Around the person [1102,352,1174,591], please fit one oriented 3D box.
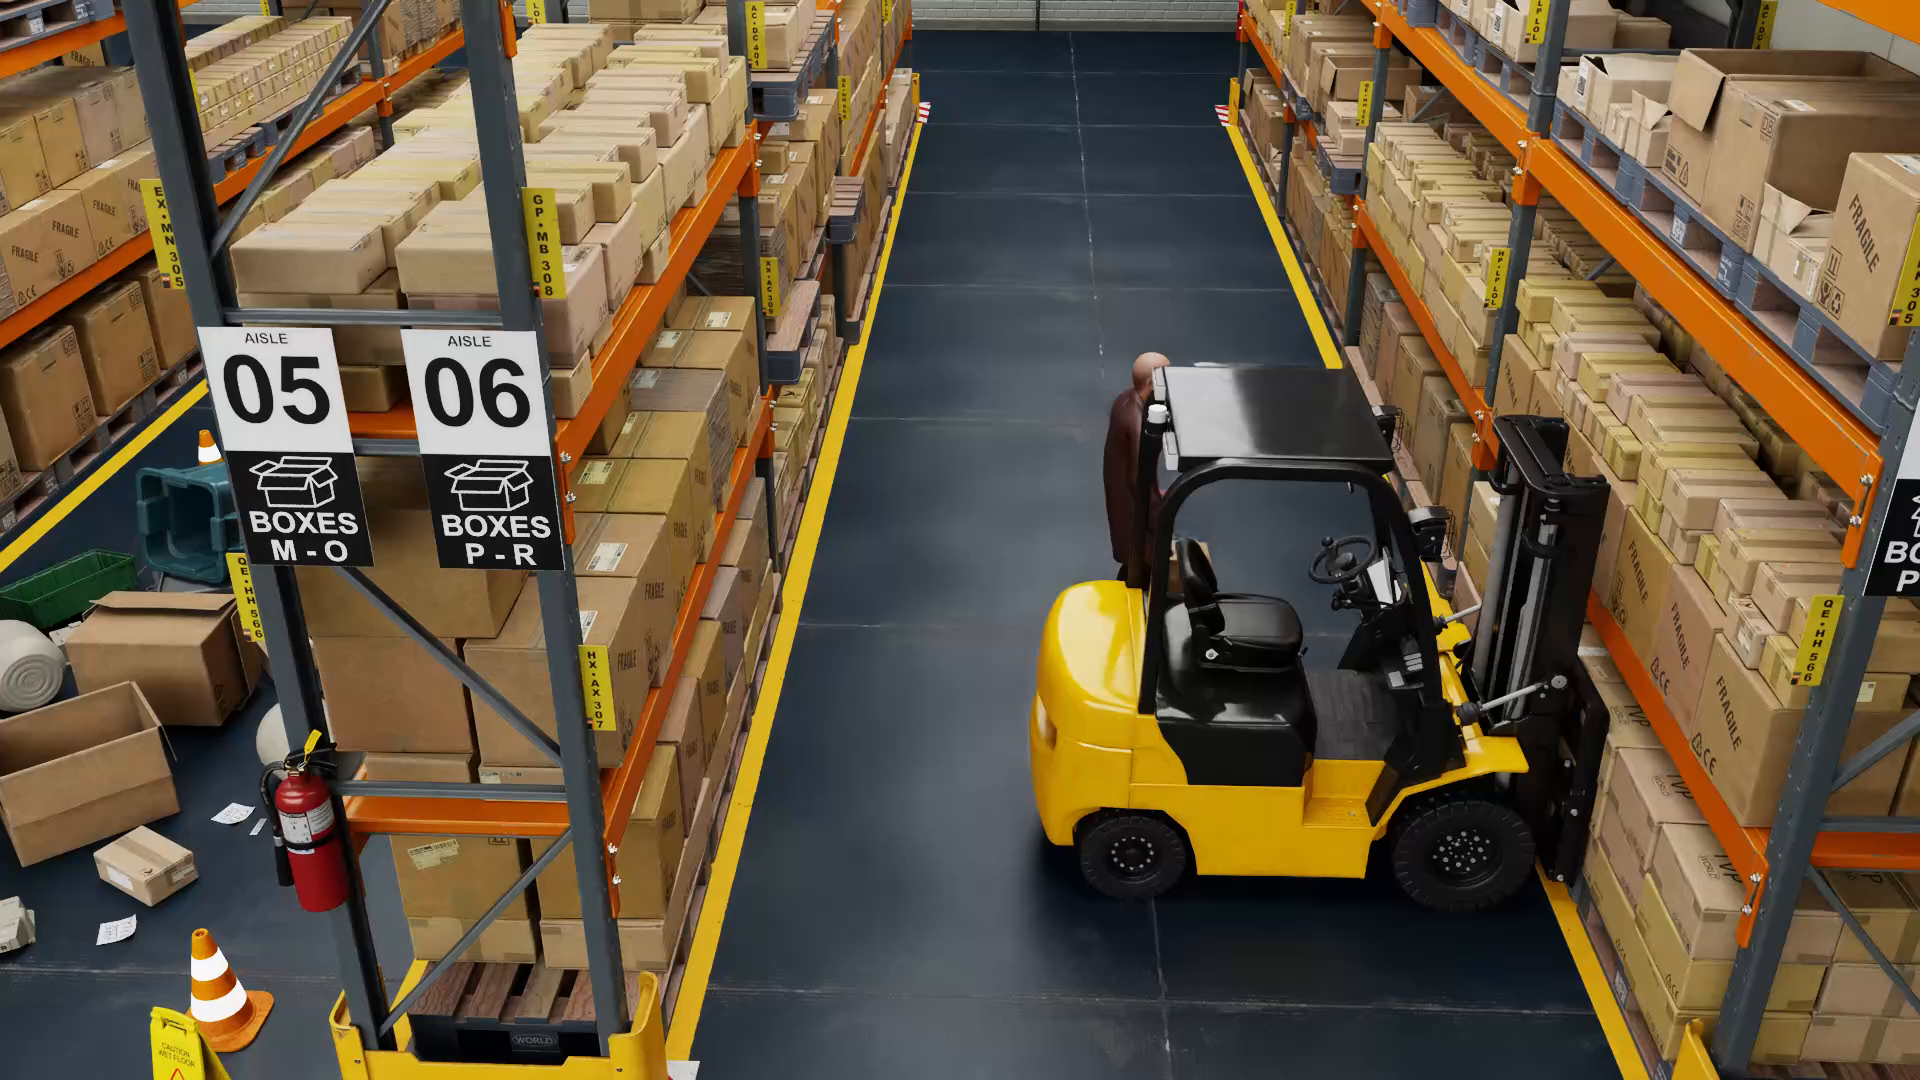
[{"bbox_3d":[0.974,-0.164,8.946,0.424,1.777,0.591,0,28,0],"label":"person"}]
